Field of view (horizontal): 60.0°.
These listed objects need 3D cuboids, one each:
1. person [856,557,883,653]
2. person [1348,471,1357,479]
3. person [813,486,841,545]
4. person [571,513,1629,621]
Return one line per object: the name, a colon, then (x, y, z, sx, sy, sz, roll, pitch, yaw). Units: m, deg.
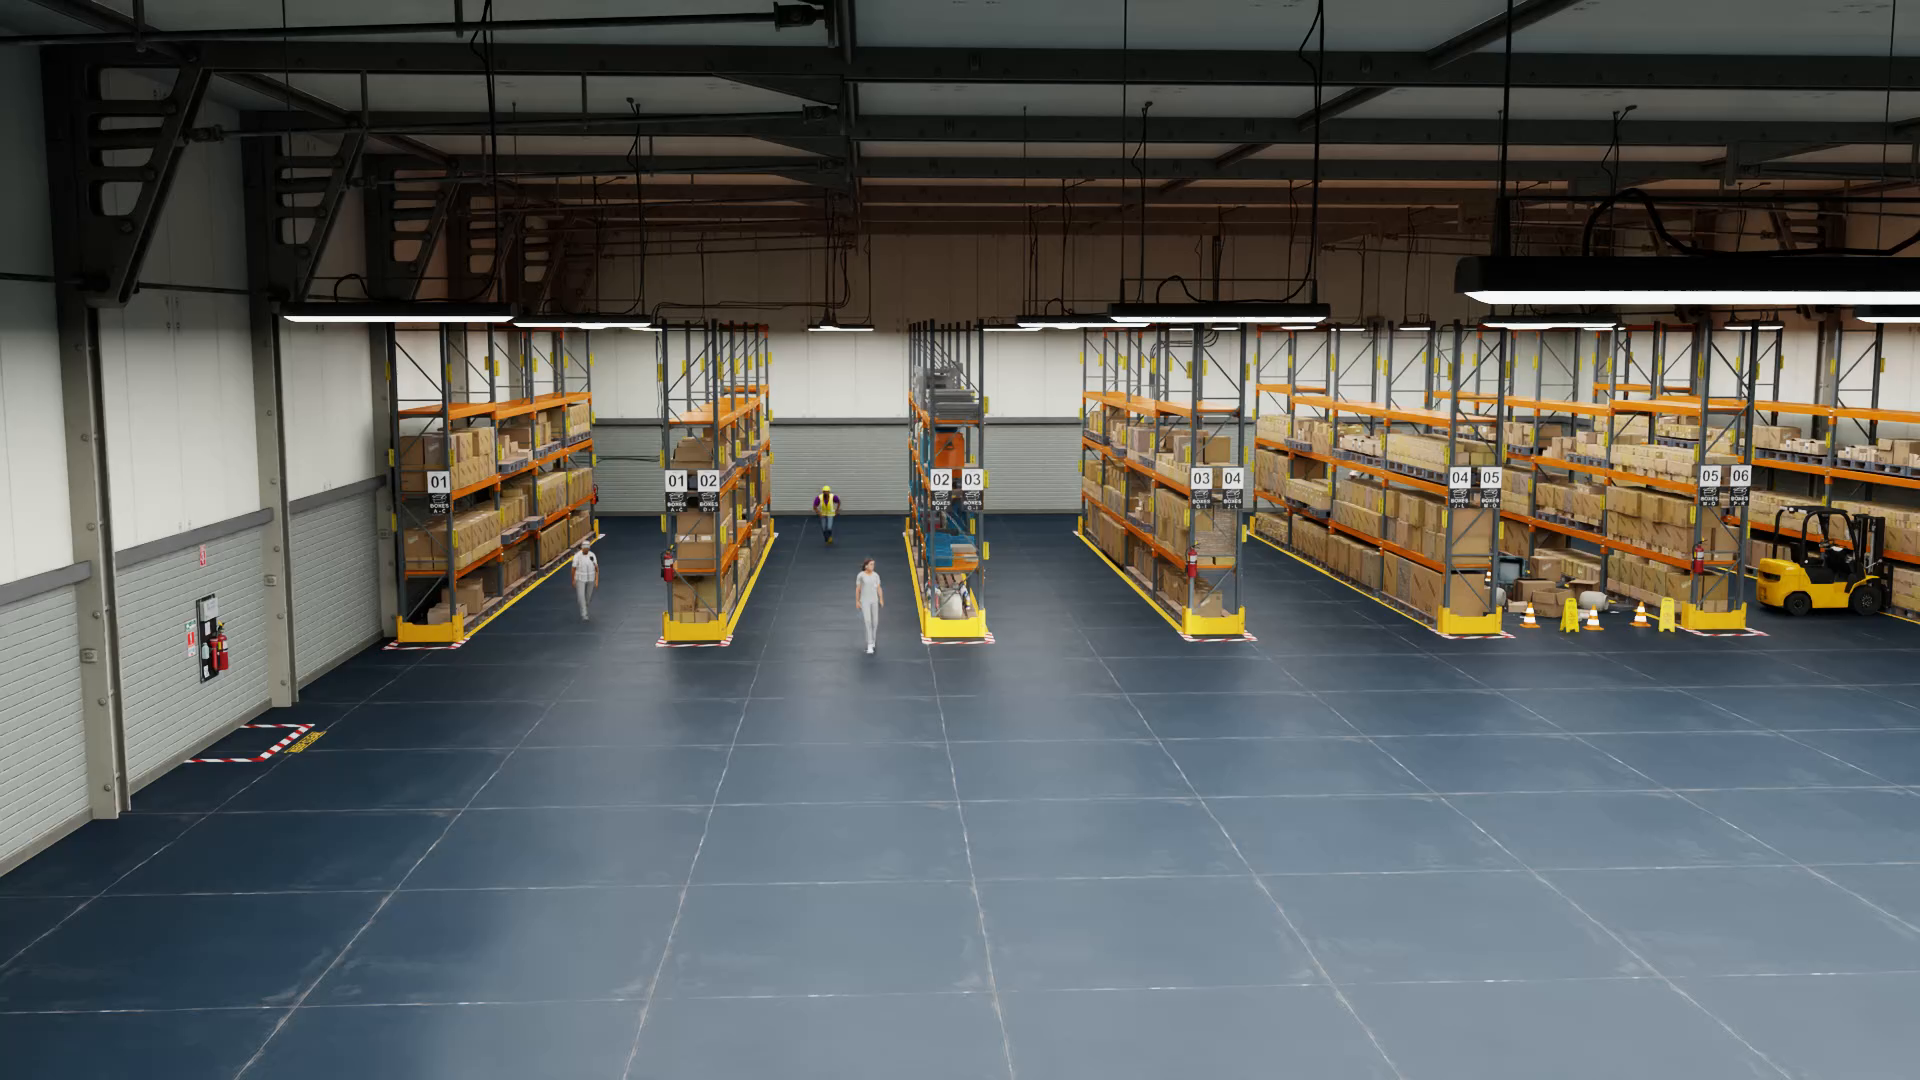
person: (-1.605, 1.182, 30.274, 0.462, 1.669, 0.690, -3, 8, -25)
person: (11.559, -1.176, 48.869, 1.087, 1.734, 0.516, 1, 7, 12)
person: (-3.598, -0.659, 45.034, 0.712, 1.659, 0.721, 1, 7, 5)
person: (3.421, 0.498, 34.429, 19.769, 1.915, 11.570, -5, 9, -35)
